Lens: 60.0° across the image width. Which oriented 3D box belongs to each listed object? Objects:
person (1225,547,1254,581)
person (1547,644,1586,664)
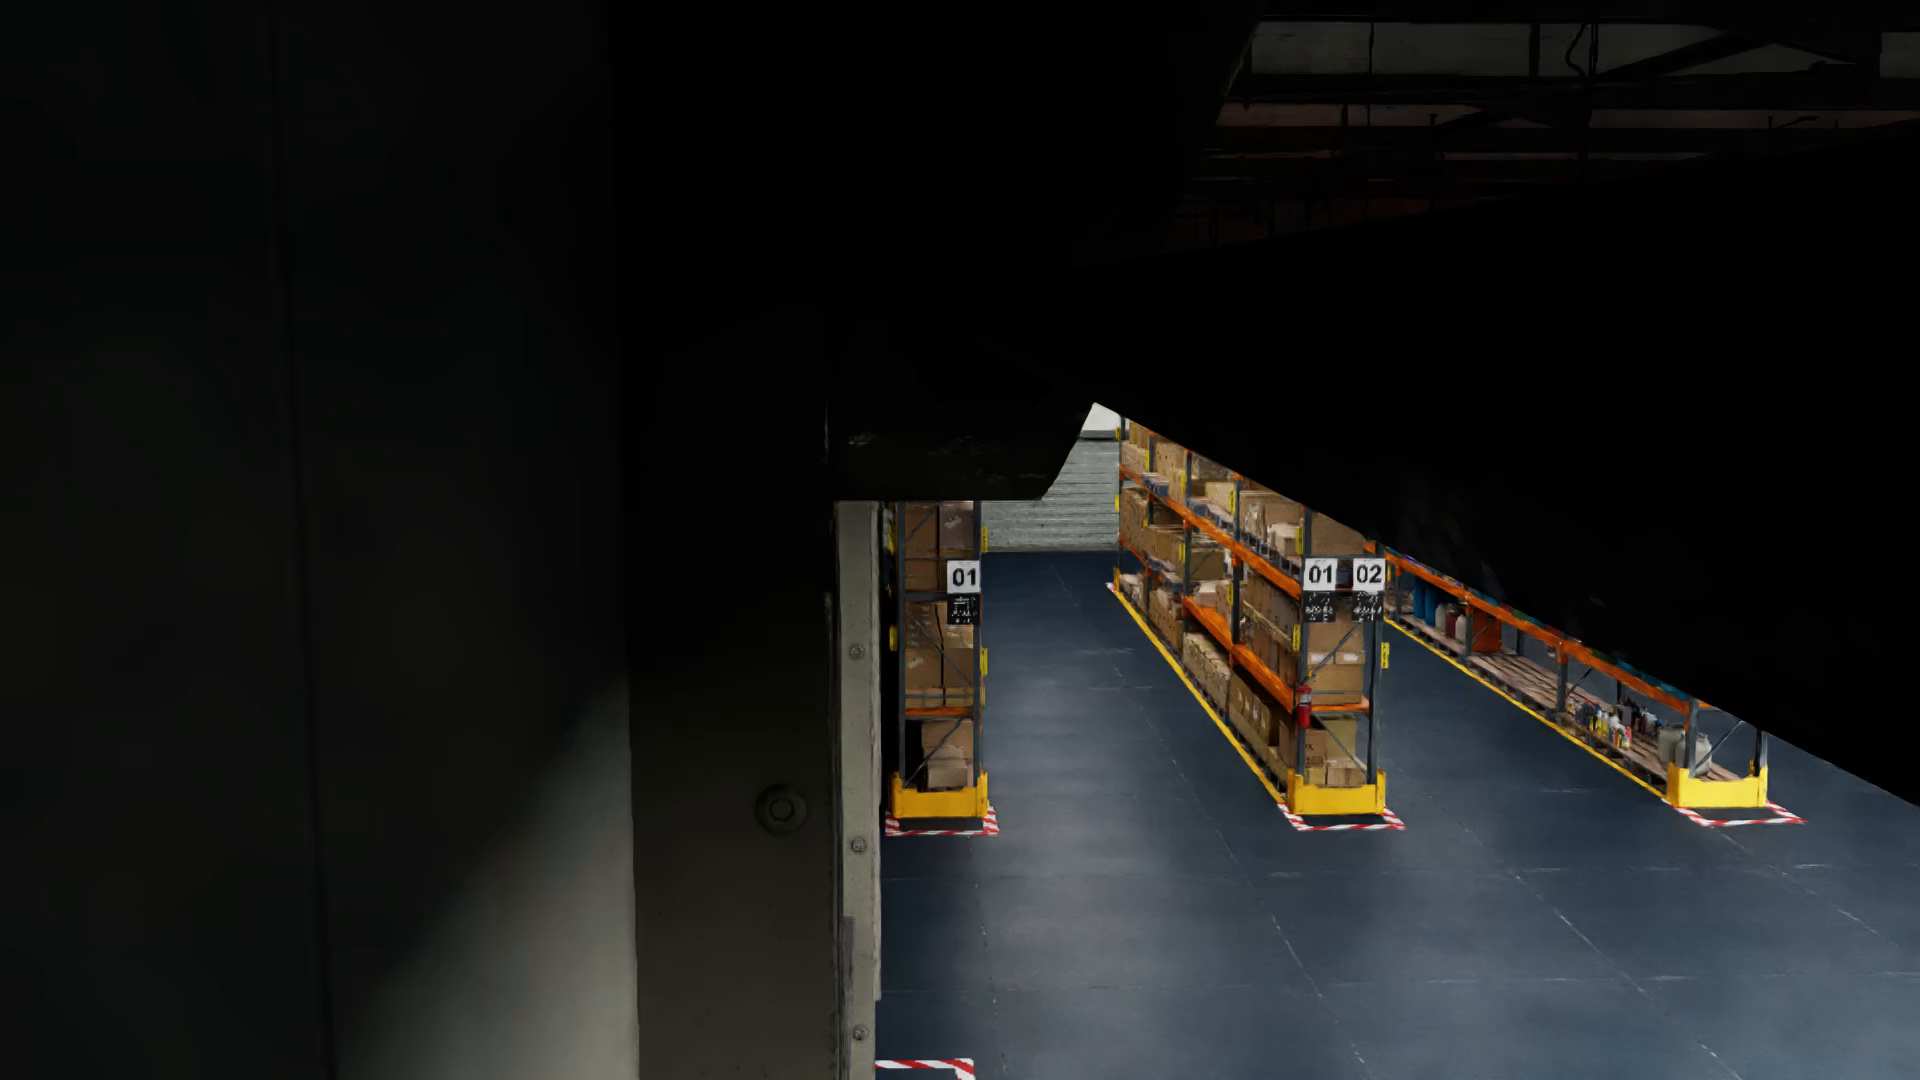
[{"bbox_3d":[5.695,0.627,33.856,0.718,1.704,0.846,0,8,2],"label":"person"},{"bbox_3d":[10.669,1.338,29.145,0.456,1.590,1.073,-1,8,-9],"label":"person"}]
